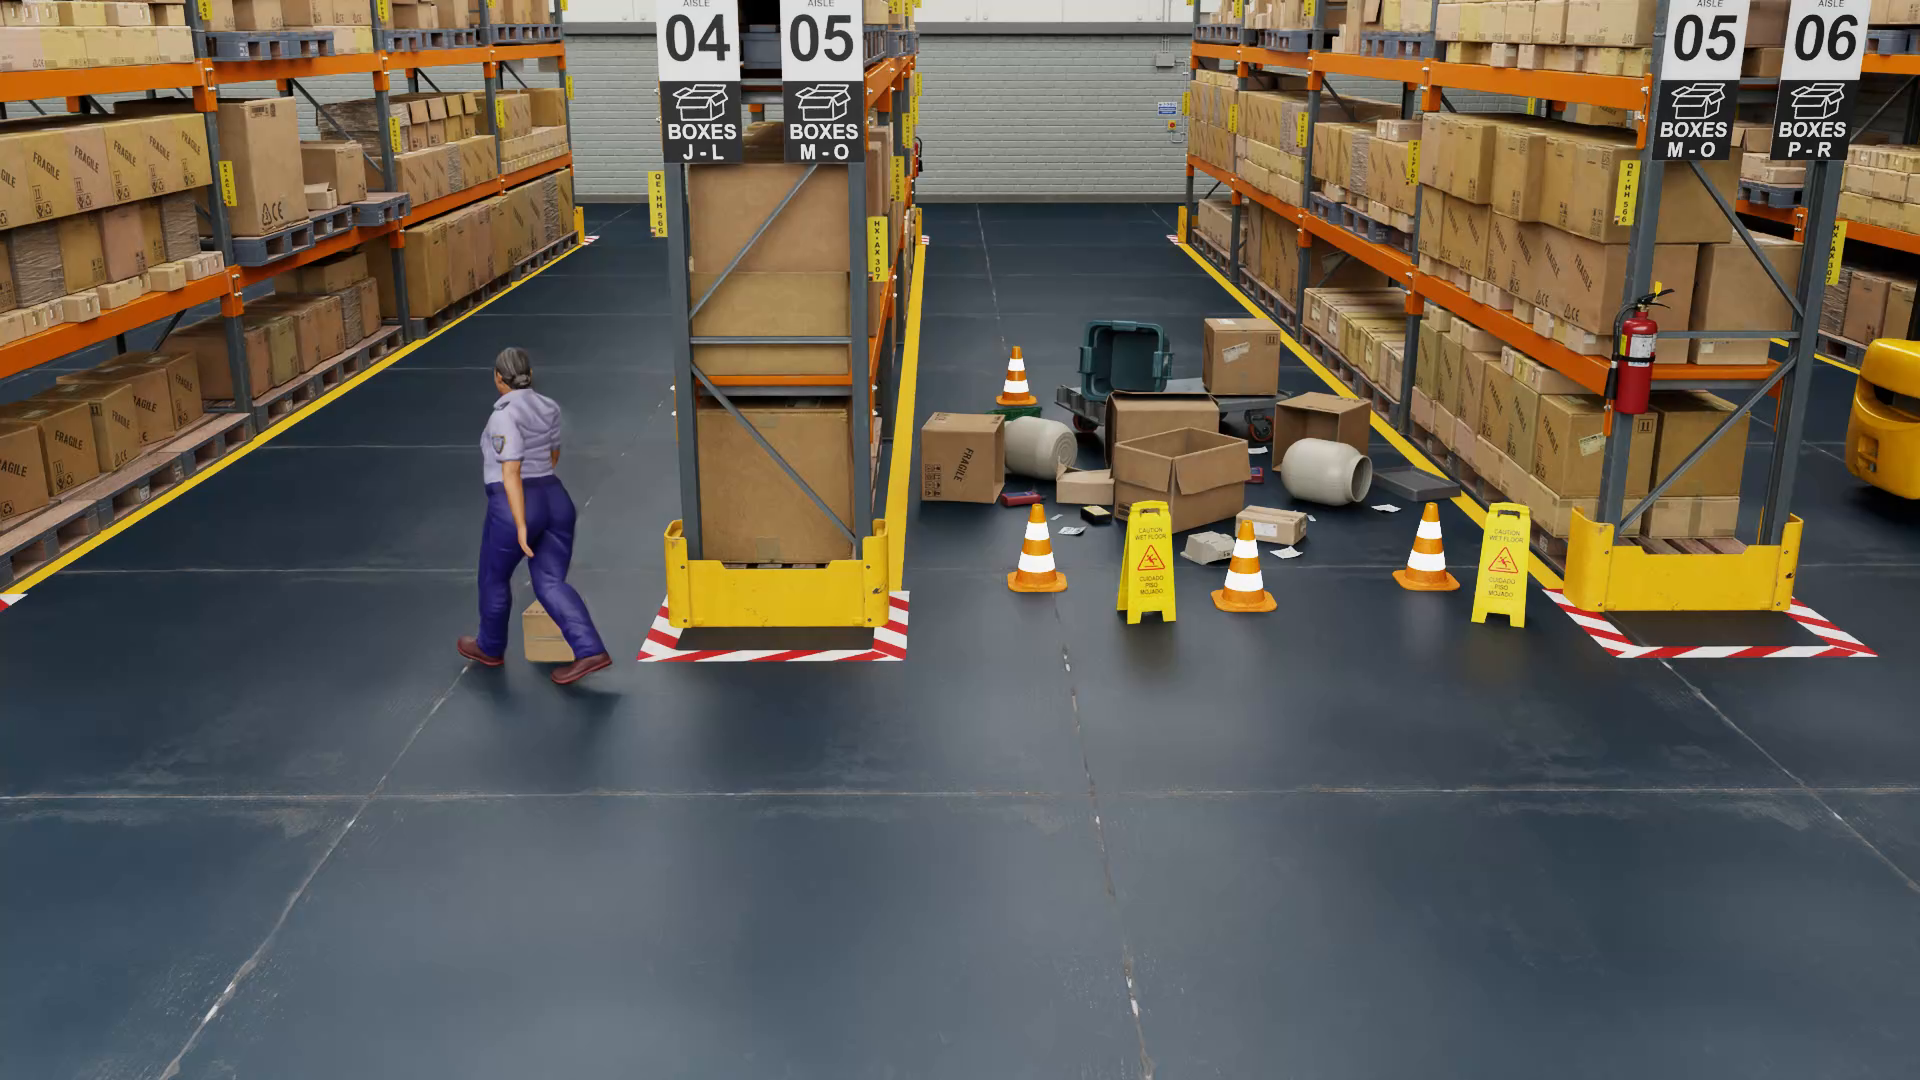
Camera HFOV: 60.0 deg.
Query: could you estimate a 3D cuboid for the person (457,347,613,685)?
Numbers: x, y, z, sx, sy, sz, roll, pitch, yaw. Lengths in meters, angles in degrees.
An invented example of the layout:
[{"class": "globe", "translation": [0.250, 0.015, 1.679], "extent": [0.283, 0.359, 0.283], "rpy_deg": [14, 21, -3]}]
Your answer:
[{"class": "person", "translation": [-2.068, -0.134, 8.025], "extent": [0.948, 1.594, 0.515], "rpy_deg": [10, 20, 29]}]
